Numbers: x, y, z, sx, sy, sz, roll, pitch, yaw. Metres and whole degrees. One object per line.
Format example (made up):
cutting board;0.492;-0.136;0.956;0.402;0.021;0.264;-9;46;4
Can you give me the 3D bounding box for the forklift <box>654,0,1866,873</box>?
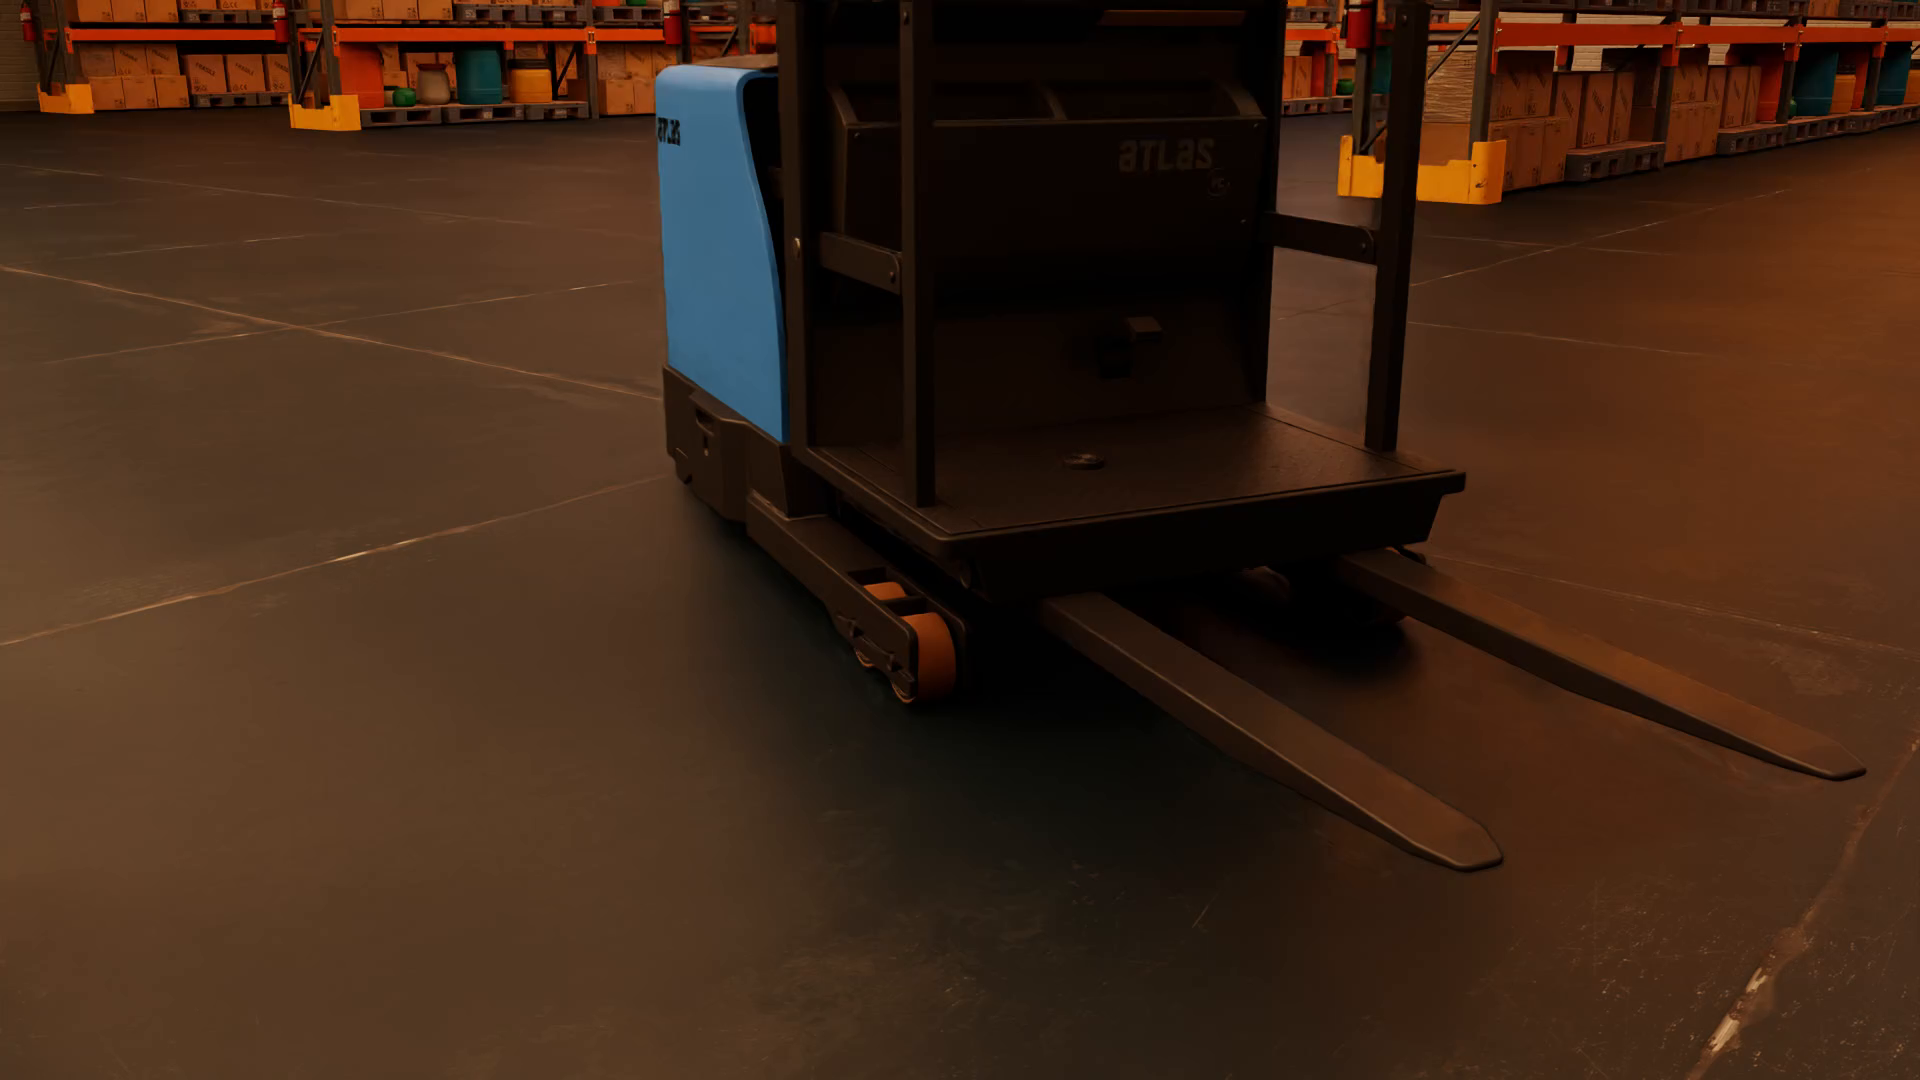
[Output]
forklift;0.272;-1.250;3.013;1.130;2.935;3.031;-7;18;-23
